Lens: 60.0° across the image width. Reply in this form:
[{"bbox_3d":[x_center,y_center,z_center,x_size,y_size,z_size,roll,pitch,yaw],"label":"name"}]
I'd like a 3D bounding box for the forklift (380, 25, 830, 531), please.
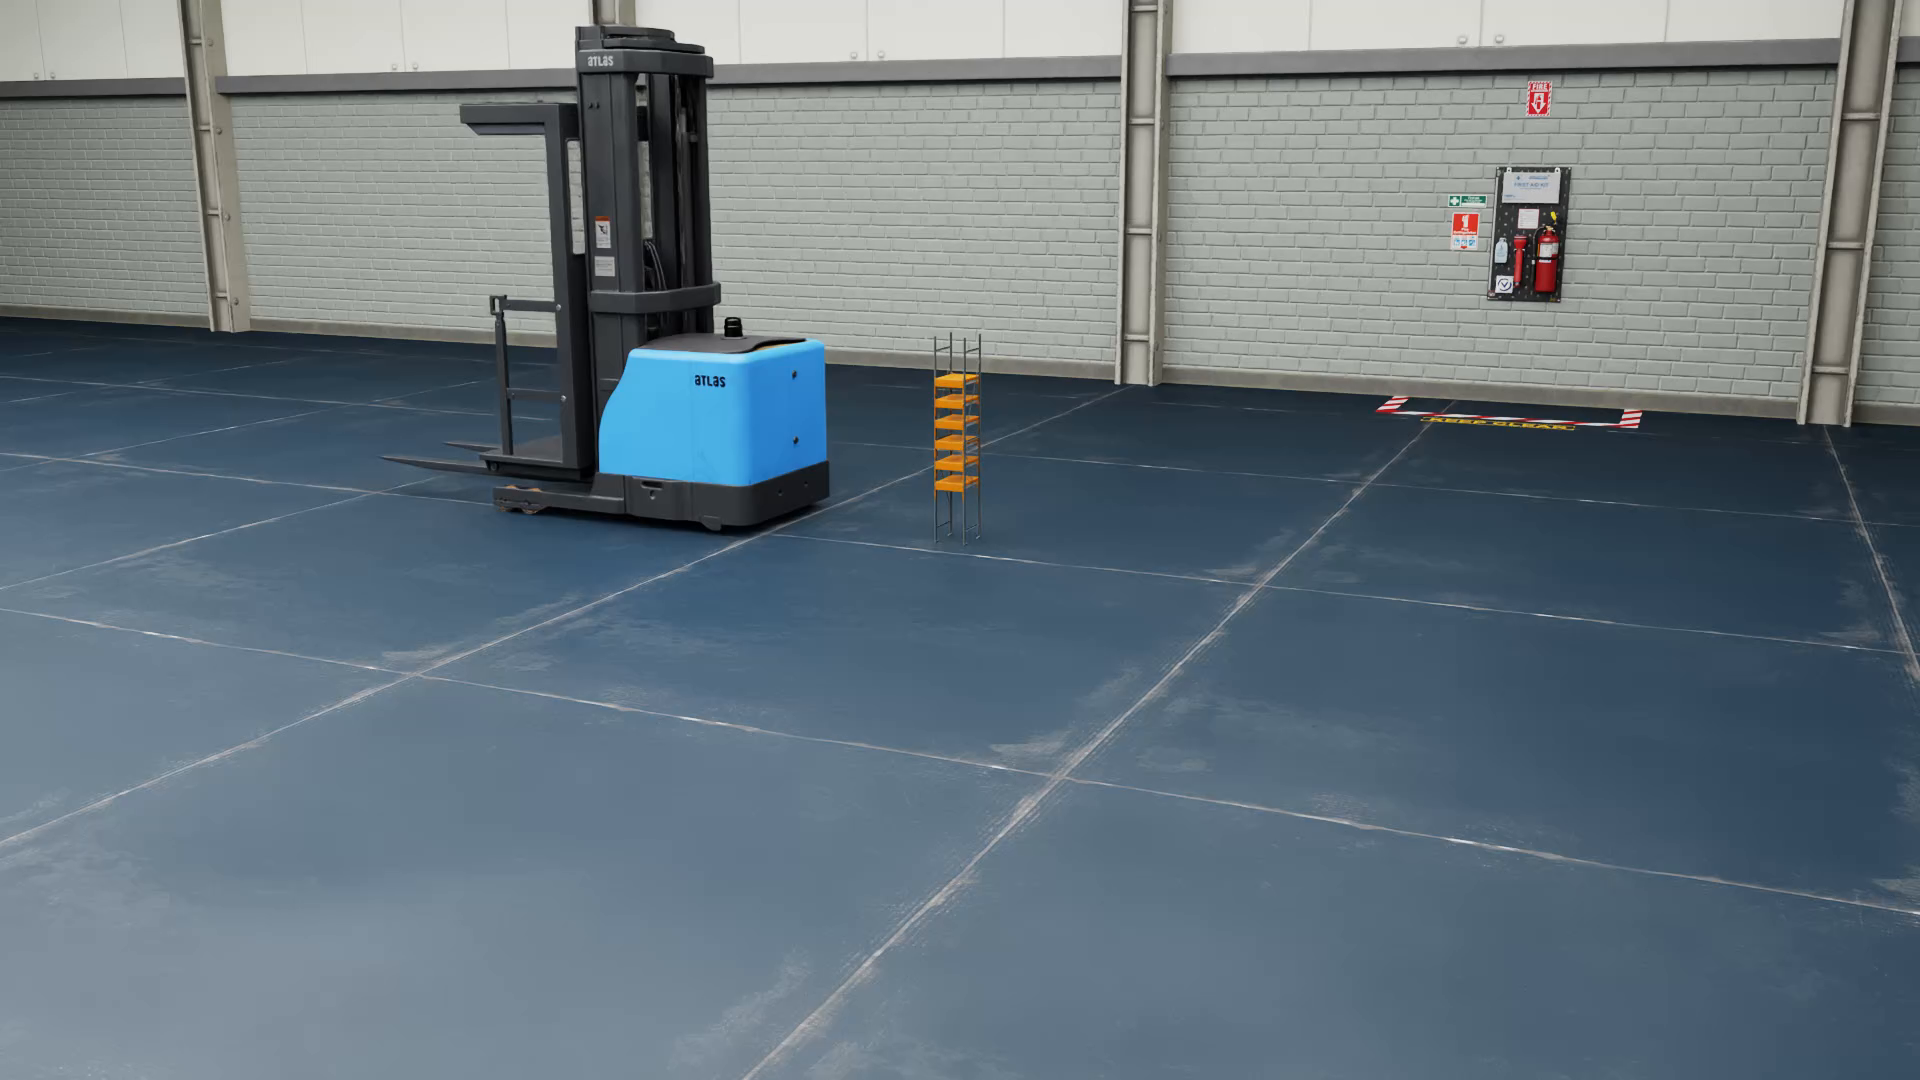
[{"bbox_3d":[-2.389,-1.688,10.531,3.031,2.935,1.130,6,15,25],"label":"forklift"}]

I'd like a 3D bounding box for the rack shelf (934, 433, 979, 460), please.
[{"bbox_3d":[-0.013,-0.542,9.634,0.180,0.103,0.258,6,14,23],"label":"rack shelf"}]

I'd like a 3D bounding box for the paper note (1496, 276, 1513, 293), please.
[{"bbox_3d":[4.861,-2.283,14.845,0.142,0.148,0.016,6,14,23],"label":"paper note"}]

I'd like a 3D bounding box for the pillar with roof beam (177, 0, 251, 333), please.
[{"bbox_3d":[-10.963,-6.131,16.185,0.400,9.000,9.100,6,14,23],"label":"pillar with roof beam"}]

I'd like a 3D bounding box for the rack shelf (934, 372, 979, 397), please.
[{"bbox_3d":[-0.013,-0.893,9.551,0.180,0.103,0.258,6,14,23],"label":"rack shelf"}]

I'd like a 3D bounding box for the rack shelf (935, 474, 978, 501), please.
[{"bbox_3d":[-0.013,-0.309,9.688,0.180,0.103,0.258,6,14,23],"label":"rack shelf"}]

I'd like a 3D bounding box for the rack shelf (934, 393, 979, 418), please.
[{"bbox_3d":[-0.013,-0.776,9.579,0.180,0.103,0.258,6,14,23],"label":"rack shelf"}]

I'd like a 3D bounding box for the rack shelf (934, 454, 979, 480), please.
[{"bbox_3d":[-0.013,-0.425,9.661,0.180,0.103,0.258,6,14,23],"label":"rack shelf"}]

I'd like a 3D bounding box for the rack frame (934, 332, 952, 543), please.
[{"bbox_3d":[-0.097,-0.594,9.660,0.006,1.200,0.240,6,14,23],"label":"rack frame"}]

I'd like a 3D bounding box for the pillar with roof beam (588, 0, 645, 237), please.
[{"bbox_3d":[-5.477,-5.576,13.819,0.400,9.000,9.100,6,14,23],"label":"pillar with roof beam"}]

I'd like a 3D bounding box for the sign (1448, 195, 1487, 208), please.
[{"bbox_3d":[4.531,-3.026,14.848,0.331,0.109,0.001,6,14,23],"label":"sign"}]

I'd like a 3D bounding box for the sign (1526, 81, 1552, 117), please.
[{"bbox_3d":[5.027,-3.831,14.440,0.199,0.298,0.001,6,14,23],"label":"sign"}]

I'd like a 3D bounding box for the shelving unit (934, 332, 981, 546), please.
[{"bbox_3d":[-0.013,-0.585,9.623,0.189,1.200,0.258,6,14,23],"label":"shelving unit"}]

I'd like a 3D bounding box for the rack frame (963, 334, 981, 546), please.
[{"bbox_3d":[0.070,-0.577,9.587,0.006,1.200,0.240,6,14,23],"label":"rack frame"}]

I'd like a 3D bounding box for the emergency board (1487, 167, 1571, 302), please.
[{"bbox_3d":[4.994,-2.681,14.613,0.643,1.169,0.194,6,14,23],"label":"emergency board"}]

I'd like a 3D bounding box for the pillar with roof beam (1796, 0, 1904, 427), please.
[{"bbox_3d":[5.495,-4.466,9.087,0.400,9.000,9.100,6,14,23],"label":"pillar with roof beam"}]

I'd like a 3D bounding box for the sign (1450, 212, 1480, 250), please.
[{"bbox_3d":[4.531,-2.771,14.919,0.234,0.329,0.001,6,14,23],"label":"sign"}]

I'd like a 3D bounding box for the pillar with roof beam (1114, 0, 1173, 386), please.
[{"bbox_3d":[0.009,-5.021,11.453,0.400,9.000,9.100,6,14,23],"label":"pillar with roof beam"}]

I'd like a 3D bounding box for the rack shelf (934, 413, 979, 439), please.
[{"bbox_3d":[-0.013,-0.659,9.606,0.180,0.103,0.258,6,14,23],"label":"rack shelf"}]
